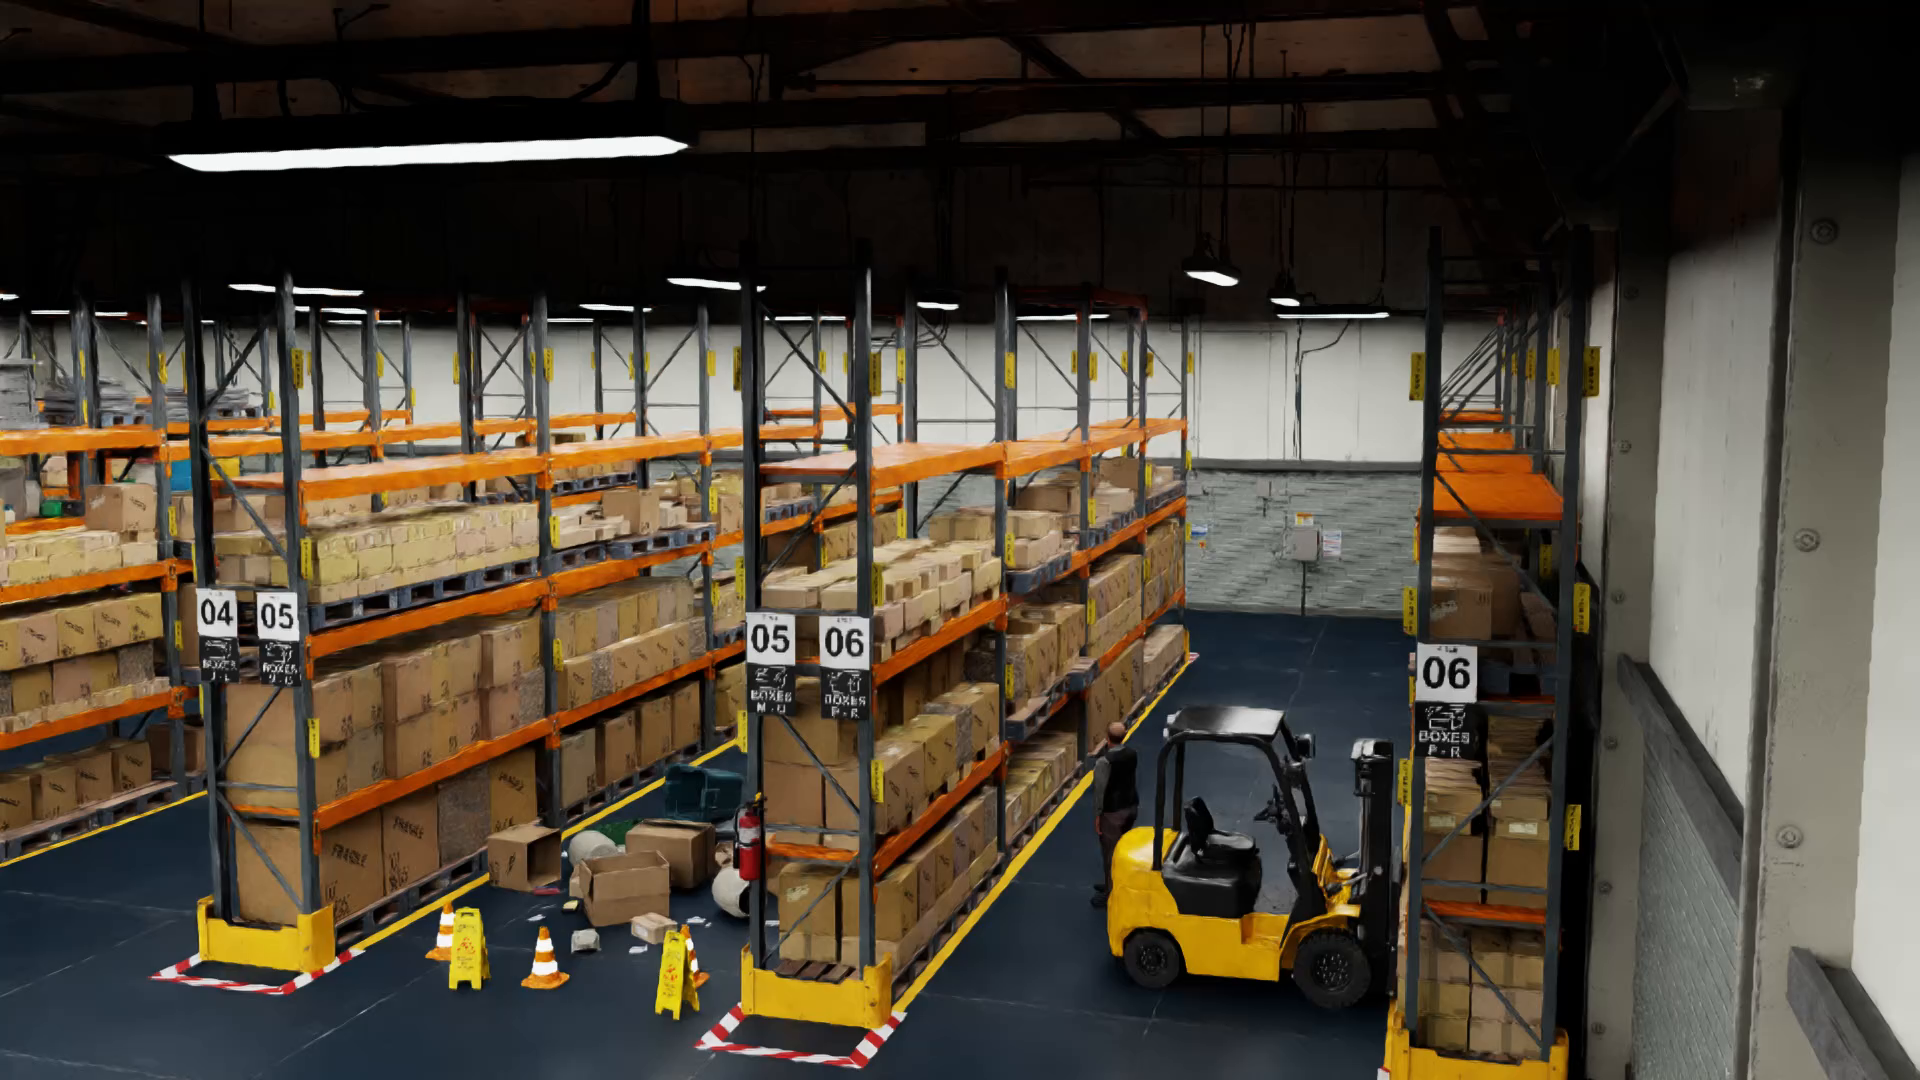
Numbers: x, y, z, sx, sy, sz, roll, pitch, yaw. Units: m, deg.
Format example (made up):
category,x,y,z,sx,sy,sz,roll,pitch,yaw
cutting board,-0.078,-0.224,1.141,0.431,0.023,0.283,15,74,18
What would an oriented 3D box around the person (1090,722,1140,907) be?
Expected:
category,x,y,z,sx,sy,sz,roll,pitch,yaw
person,1.417,2.557,15.643,0.578,1.717,0.494,-6,9,-43
